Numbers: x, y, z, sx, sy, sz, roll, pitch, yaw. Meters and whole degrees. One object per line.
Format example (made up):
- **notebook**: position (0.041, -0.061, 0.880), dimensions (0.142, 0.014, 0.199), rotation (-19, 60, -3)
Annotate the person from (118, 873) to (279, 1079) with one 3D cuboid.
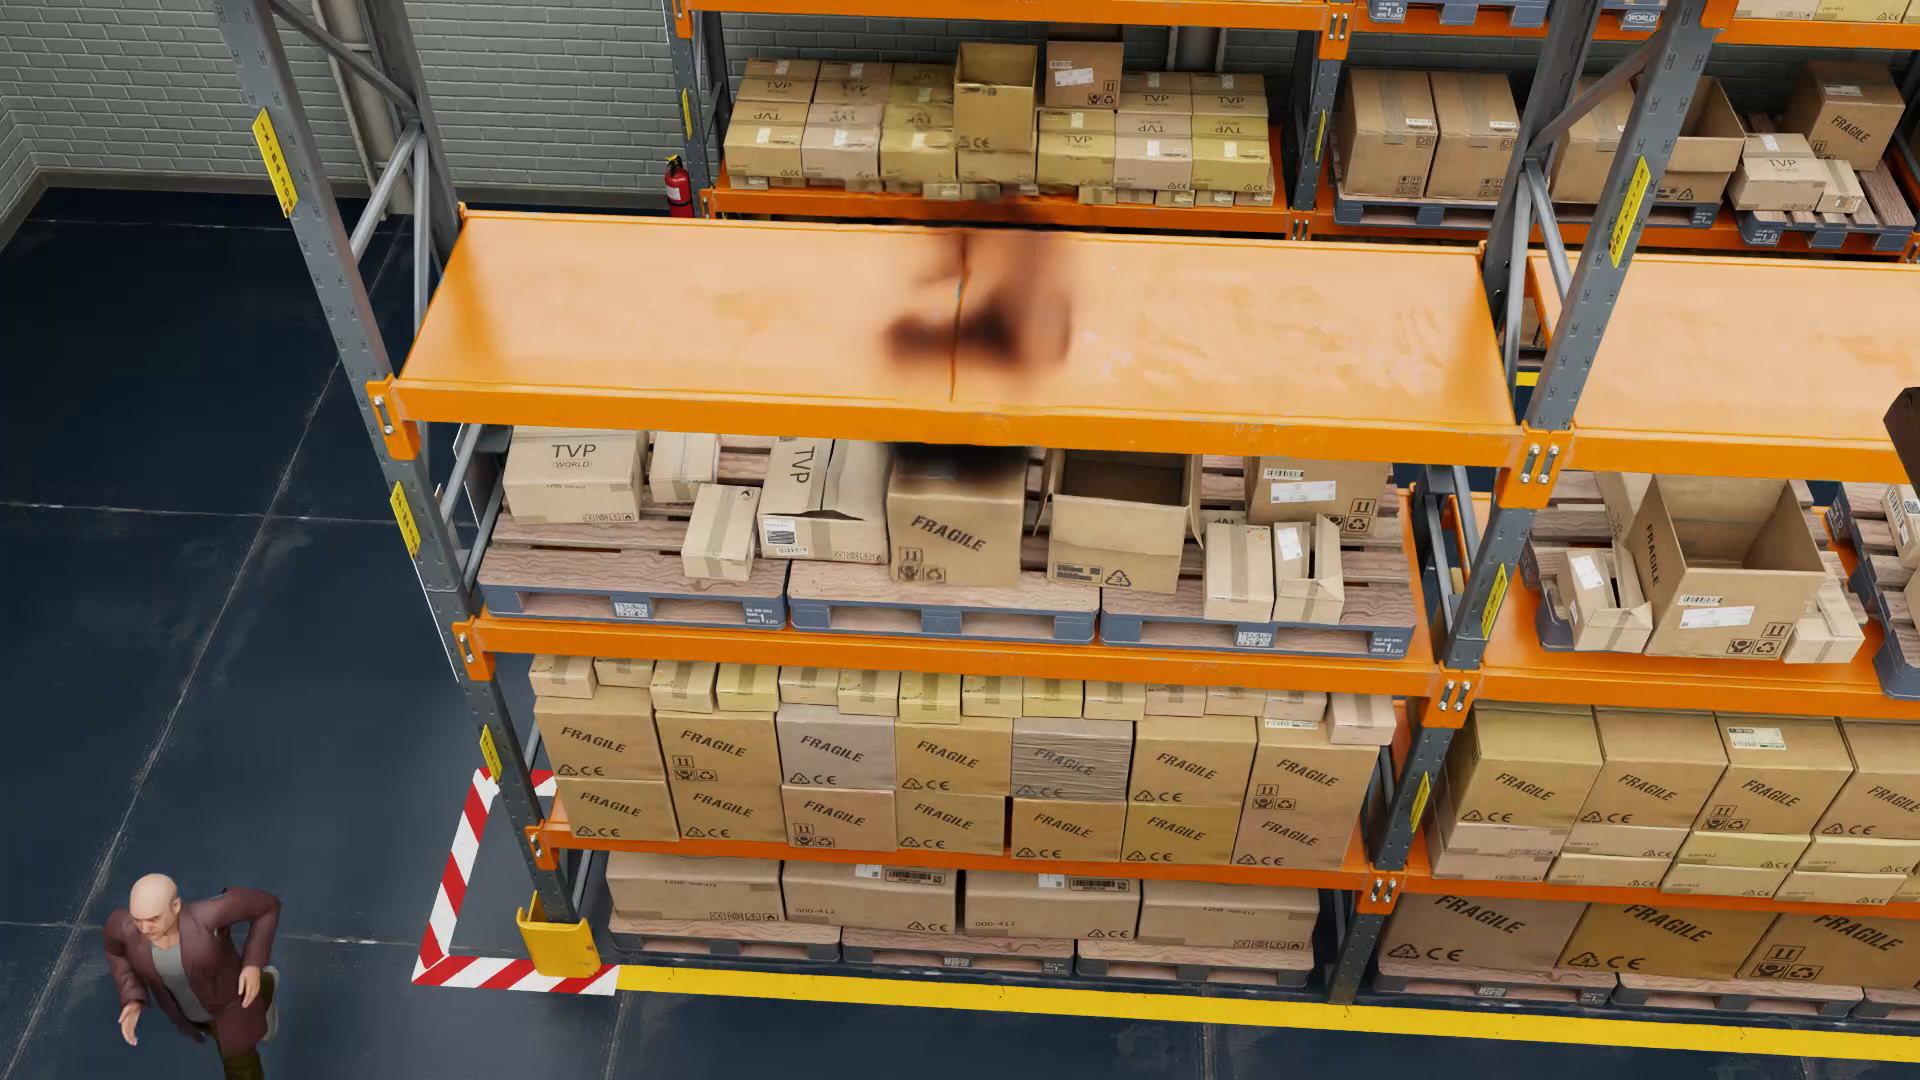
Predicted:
- **person**: position (-3.301, 2.018, 7.373), dimensions (0.678, 1.759, 0.965), rotation (-1, 48, -1)
